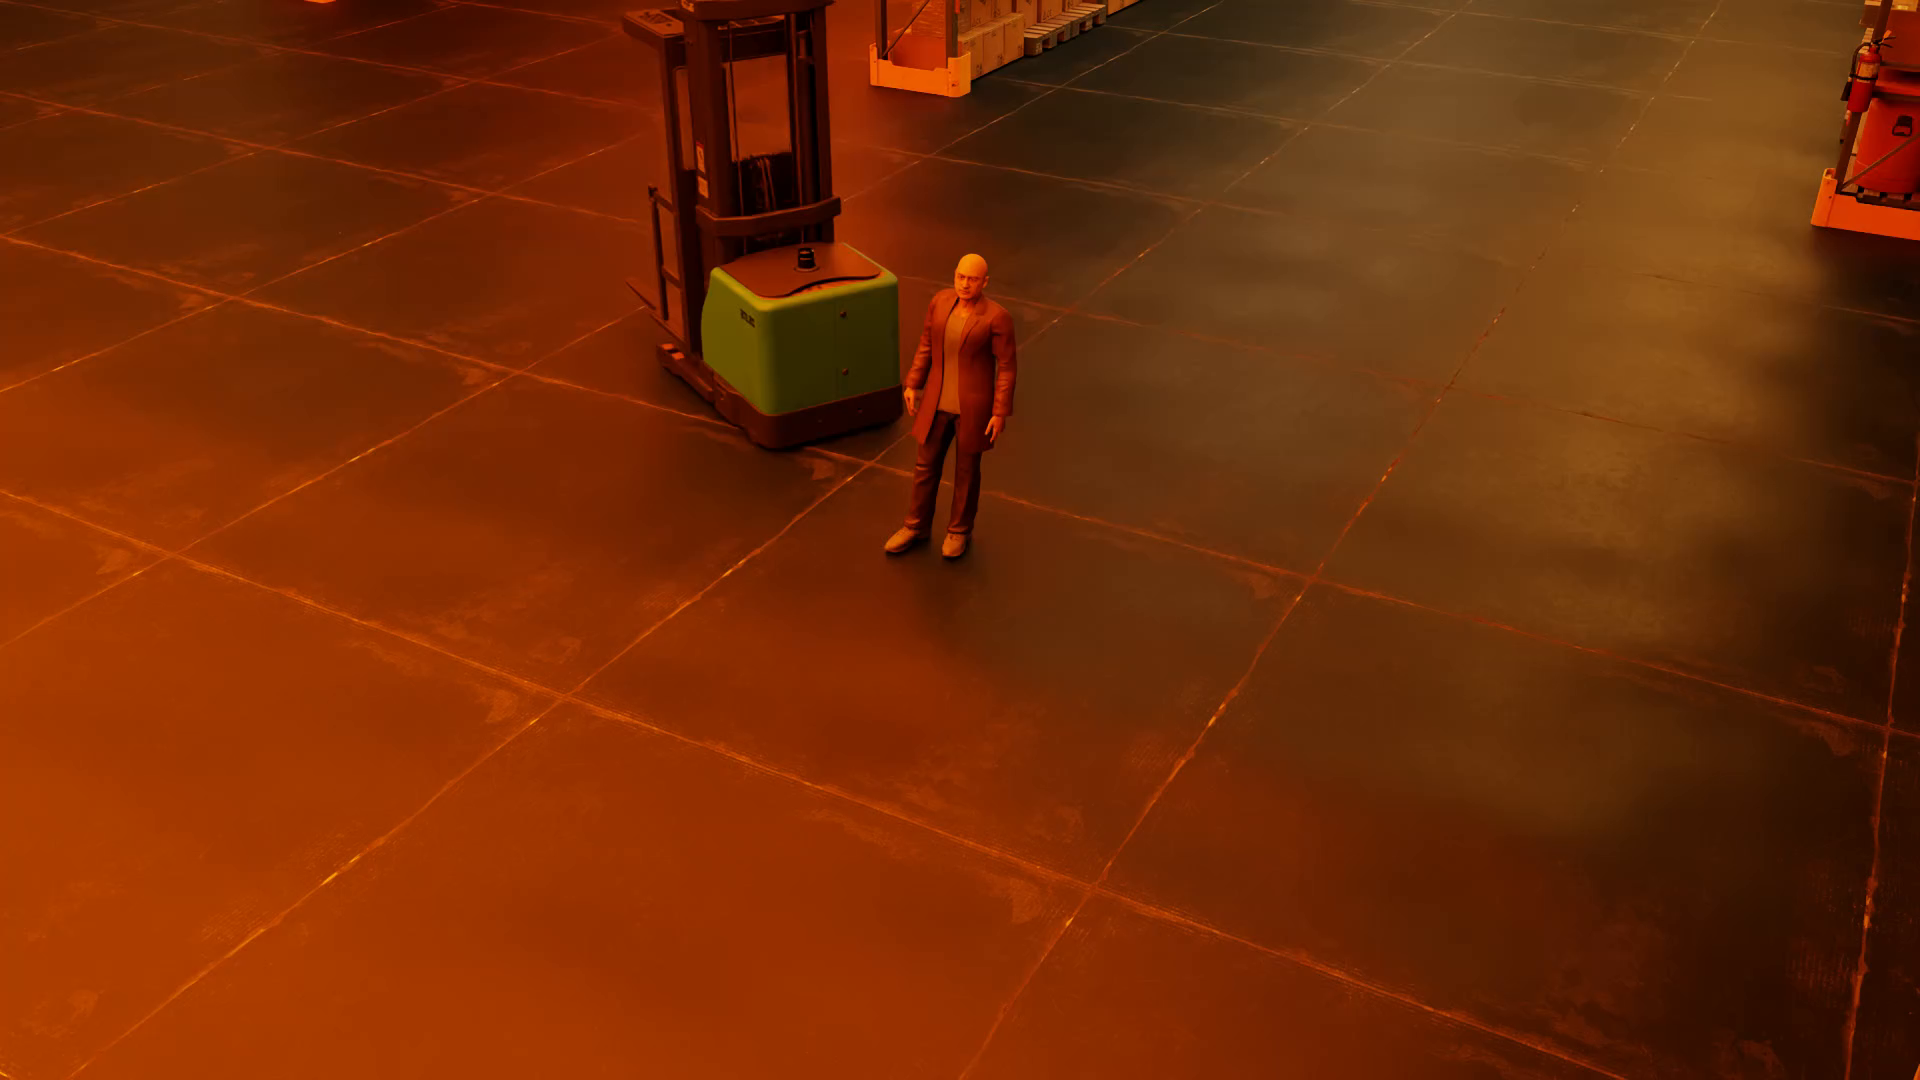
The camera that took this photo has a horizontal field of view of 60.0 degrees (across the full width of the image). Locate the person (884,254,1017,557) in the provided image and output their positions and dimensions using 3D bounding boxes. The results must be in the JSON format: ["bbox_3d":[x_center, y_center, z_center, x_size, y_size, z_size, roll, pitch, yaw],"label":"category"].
[{"bbox_3d":[-0.048,-0.737,9.487,0.698,1.778,0.579,15,33,25],"label":"person"}]

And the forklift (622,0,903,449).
[{"bbox_3d":[-1.575,-2.570,11.523,1.130,2.935,3.031,-17,34,-26],"label":"forklift"}]
